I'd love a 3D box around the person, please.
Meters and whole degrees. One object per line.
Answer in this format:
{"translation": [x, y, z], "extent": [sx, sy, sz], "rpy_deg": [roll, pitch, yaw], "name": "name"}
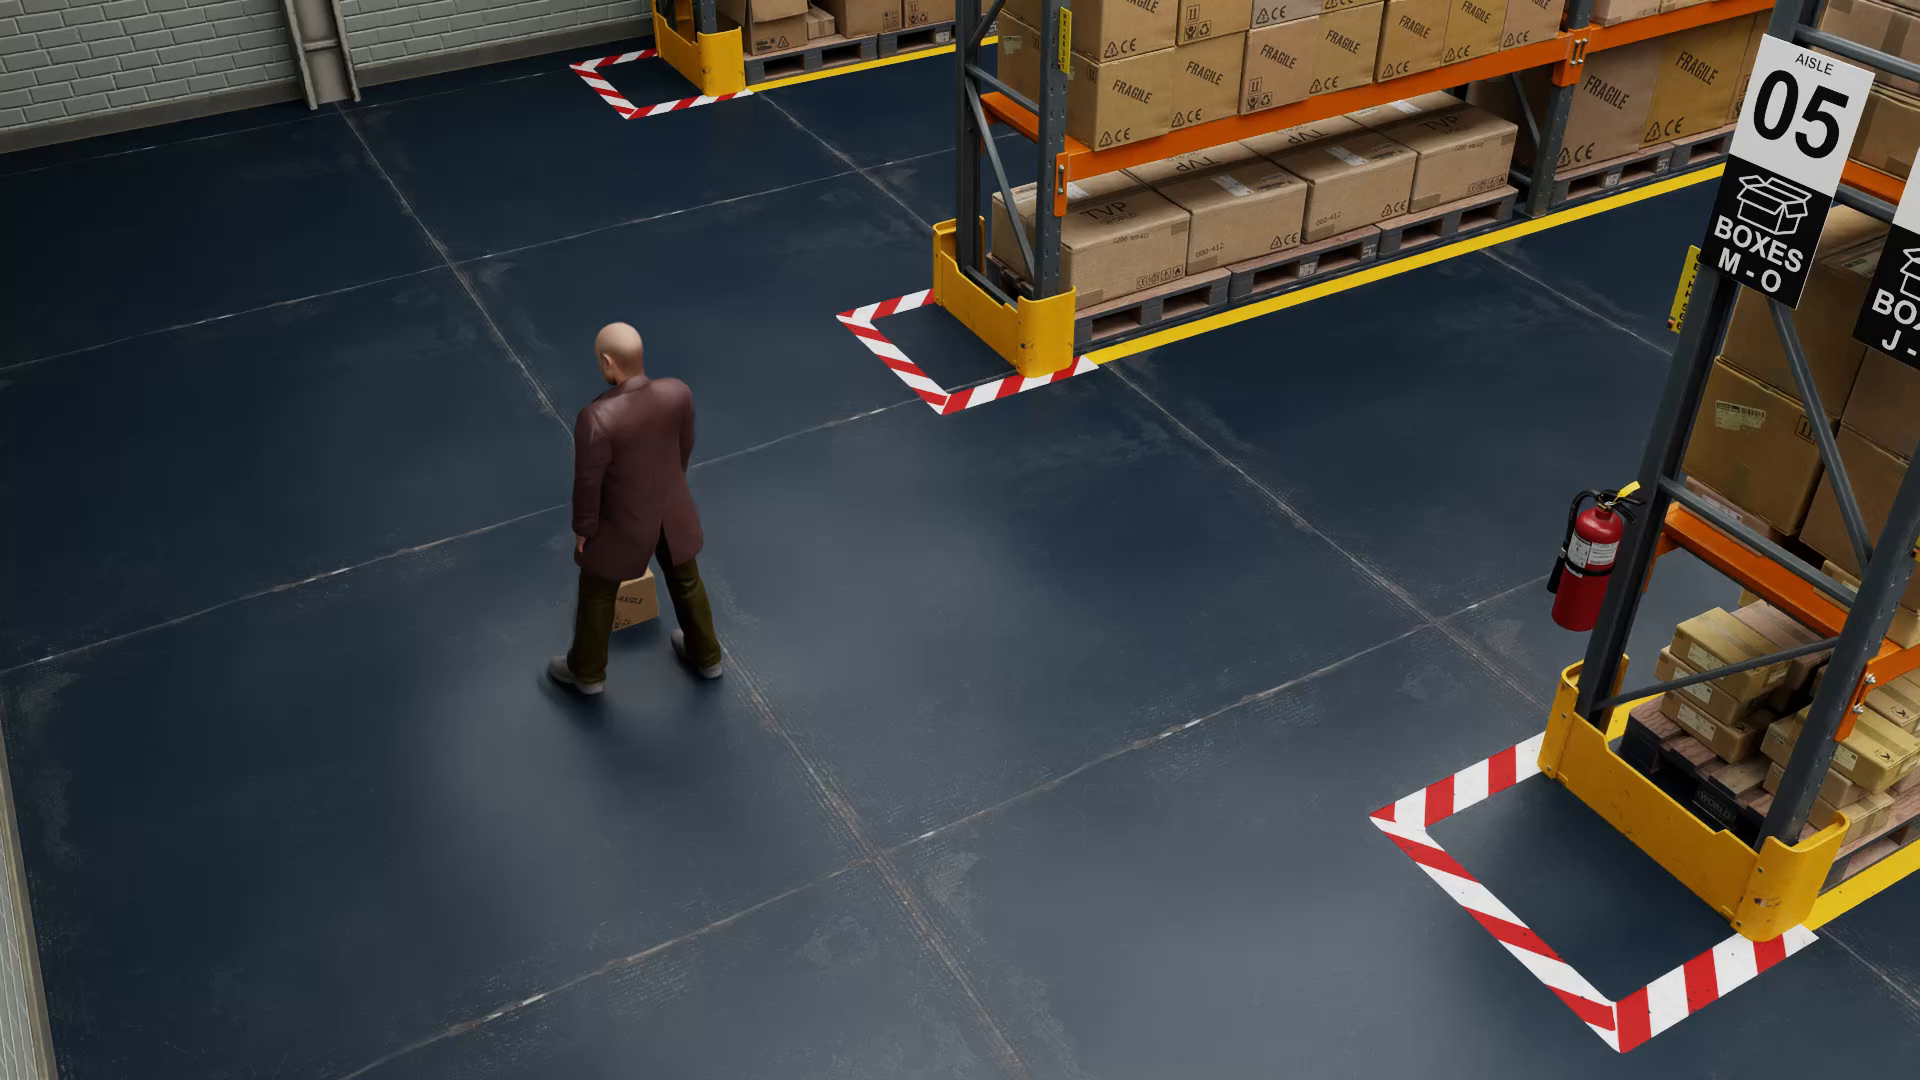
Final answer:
{"translation": [-1.451, -0.124, 7.097], "extent": [0.710, 1.773, 0.573], "rpy_deg": [-26, 43, -30], "name": "person"}
